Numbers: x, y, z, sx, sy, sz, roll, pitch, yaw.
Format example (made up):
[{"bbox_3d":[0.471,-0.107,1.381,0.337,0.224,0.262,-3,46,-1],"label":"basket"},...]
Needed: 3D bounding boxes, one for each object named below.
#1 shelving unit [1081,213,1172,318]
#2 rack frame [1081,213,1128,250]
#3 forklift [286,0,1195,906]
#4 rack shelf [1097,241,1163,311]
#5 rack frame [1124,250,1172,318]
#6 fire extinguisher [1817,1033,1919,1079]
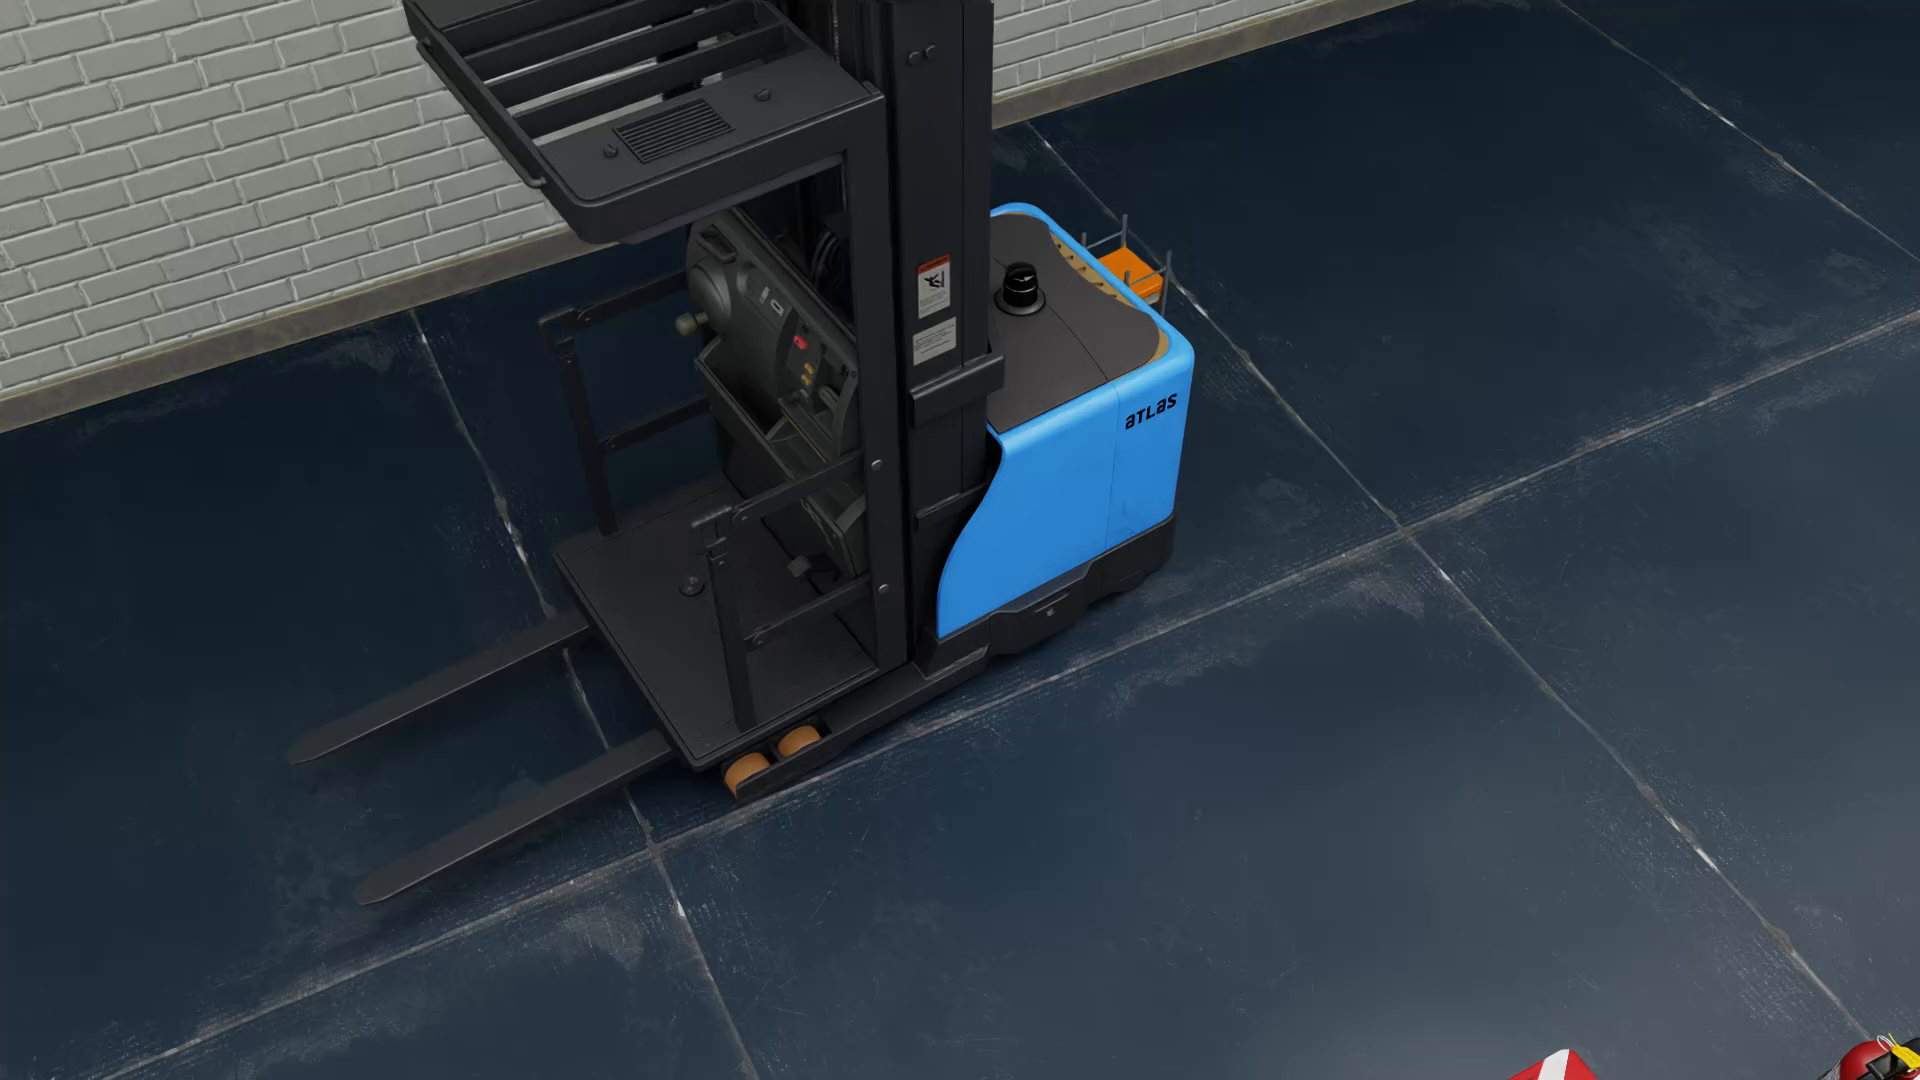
[{"bbox_3d":[0.576,-0.686,6.152,0.215,1.050,0.252,-27,54,-22],"label":"shelving unit"},{"bbox_3d":[0.506,-0.761,6.218,0.200,1.050,0.008,-27,54,-22],"label":"rack frame"},{"bbox_3d":[-0.730,-0.561,4.793,3.031,2.935,1.130,-27,54,-21],"label":"forklift"},{"bbox_3d":[0.576,-0.866,5.947,0.215,0.259,0.240,-27,54,-22],"label":"rack shelf"},{"bbox_3d":[0.645,-0.610,6.086,0.200,1.050,0.008,-27,54,-22],"label":"rack frame"},{"bbox_3d":[1.917,1.187,3.518,0.296,0.674,0.183,-21,52,-18],"label":"fire extinguisher"}]
